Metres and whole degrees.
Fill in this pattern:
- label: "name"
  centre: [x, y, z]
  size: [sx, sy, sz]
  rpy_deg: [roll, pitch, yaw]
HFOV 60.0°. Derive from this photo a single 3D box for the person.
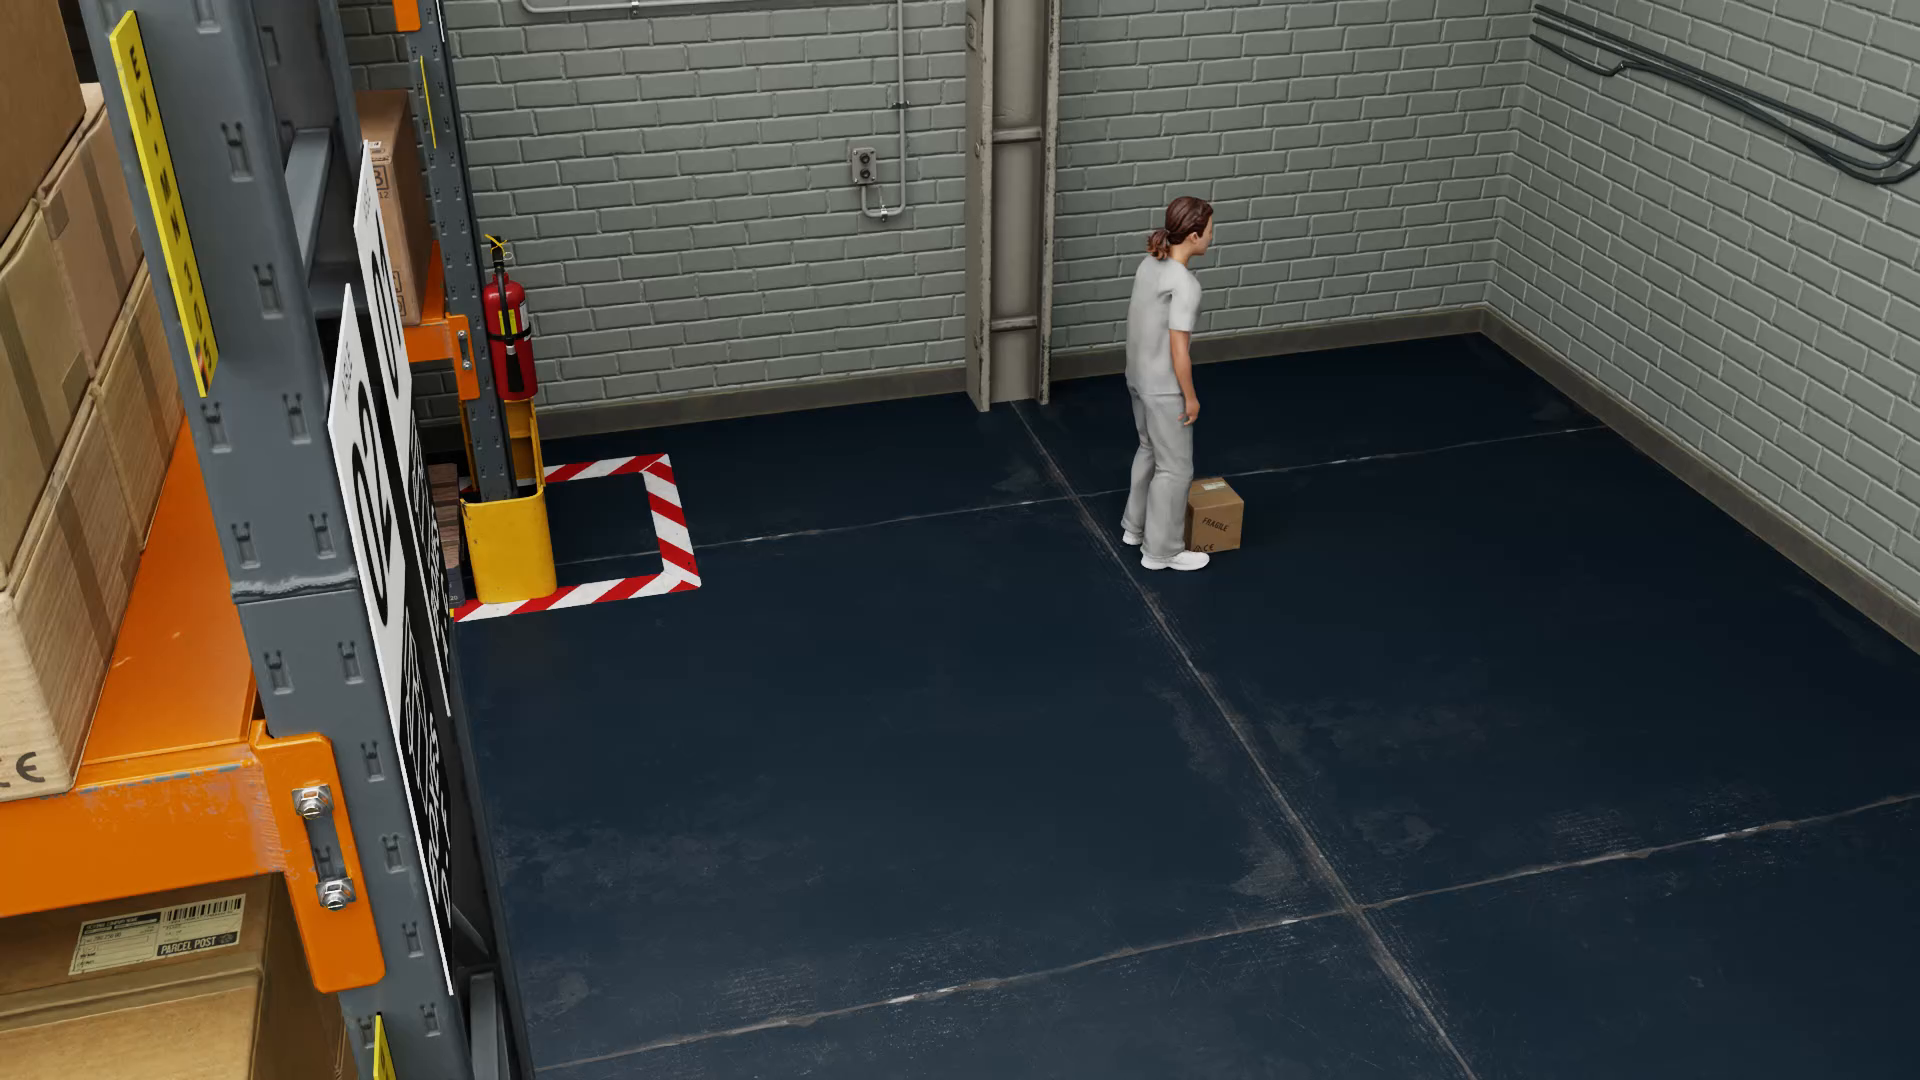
- label: "person"
  centre: [0.908, -0.686, 7.302]
  size: [0.352, 1.673, 0.494]
  rpy_deg: [-8, 31, -14]
